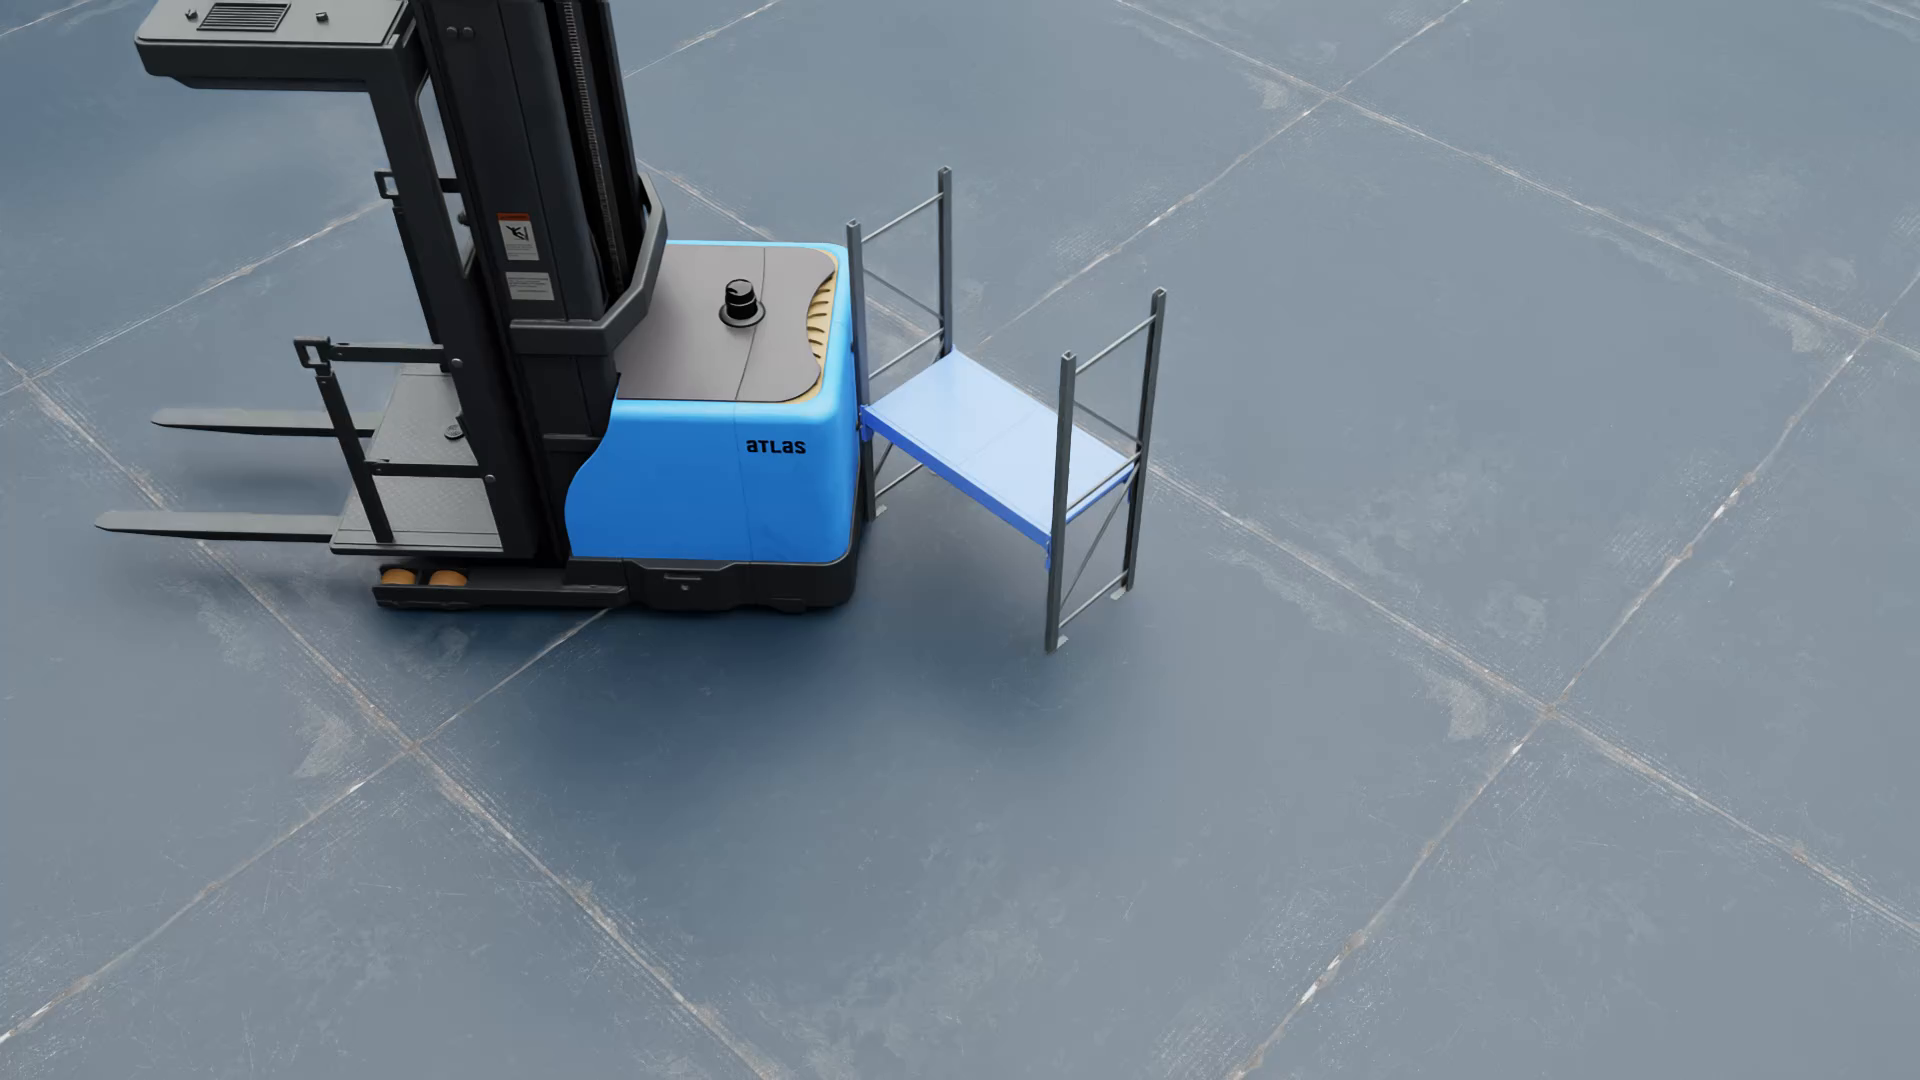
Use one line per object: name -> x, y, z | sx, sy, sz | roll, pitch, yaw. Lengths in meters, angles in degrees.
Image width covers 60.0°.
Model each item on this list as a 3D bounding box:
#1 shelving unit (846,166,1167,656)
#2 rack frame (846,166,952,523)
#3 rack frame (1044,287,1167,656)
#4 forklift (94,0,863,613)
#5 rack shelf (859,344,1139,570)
shelving unit -> 0.148, -0.462, 6.263 | 1.048, 1.500, 0.538 | 36, 56, 29
rack frame -> -0.215, -0.721, 6.507 | 0.032, 1.500, 0.500 | 36, 56, 29
rack frame -> 0.511, -0.202, 6.020 | 0.032, 1.500, 0.500 | 36, 56, 29
forklift -> -1.917, -1.111, 5.891 | 3.031, 2.935, 1.130 | 1, 47, 1
rack shelf -> 0.148, -0.339, 6.394 | 1.000, 0.185, 0.538 | 36, 56, 29
